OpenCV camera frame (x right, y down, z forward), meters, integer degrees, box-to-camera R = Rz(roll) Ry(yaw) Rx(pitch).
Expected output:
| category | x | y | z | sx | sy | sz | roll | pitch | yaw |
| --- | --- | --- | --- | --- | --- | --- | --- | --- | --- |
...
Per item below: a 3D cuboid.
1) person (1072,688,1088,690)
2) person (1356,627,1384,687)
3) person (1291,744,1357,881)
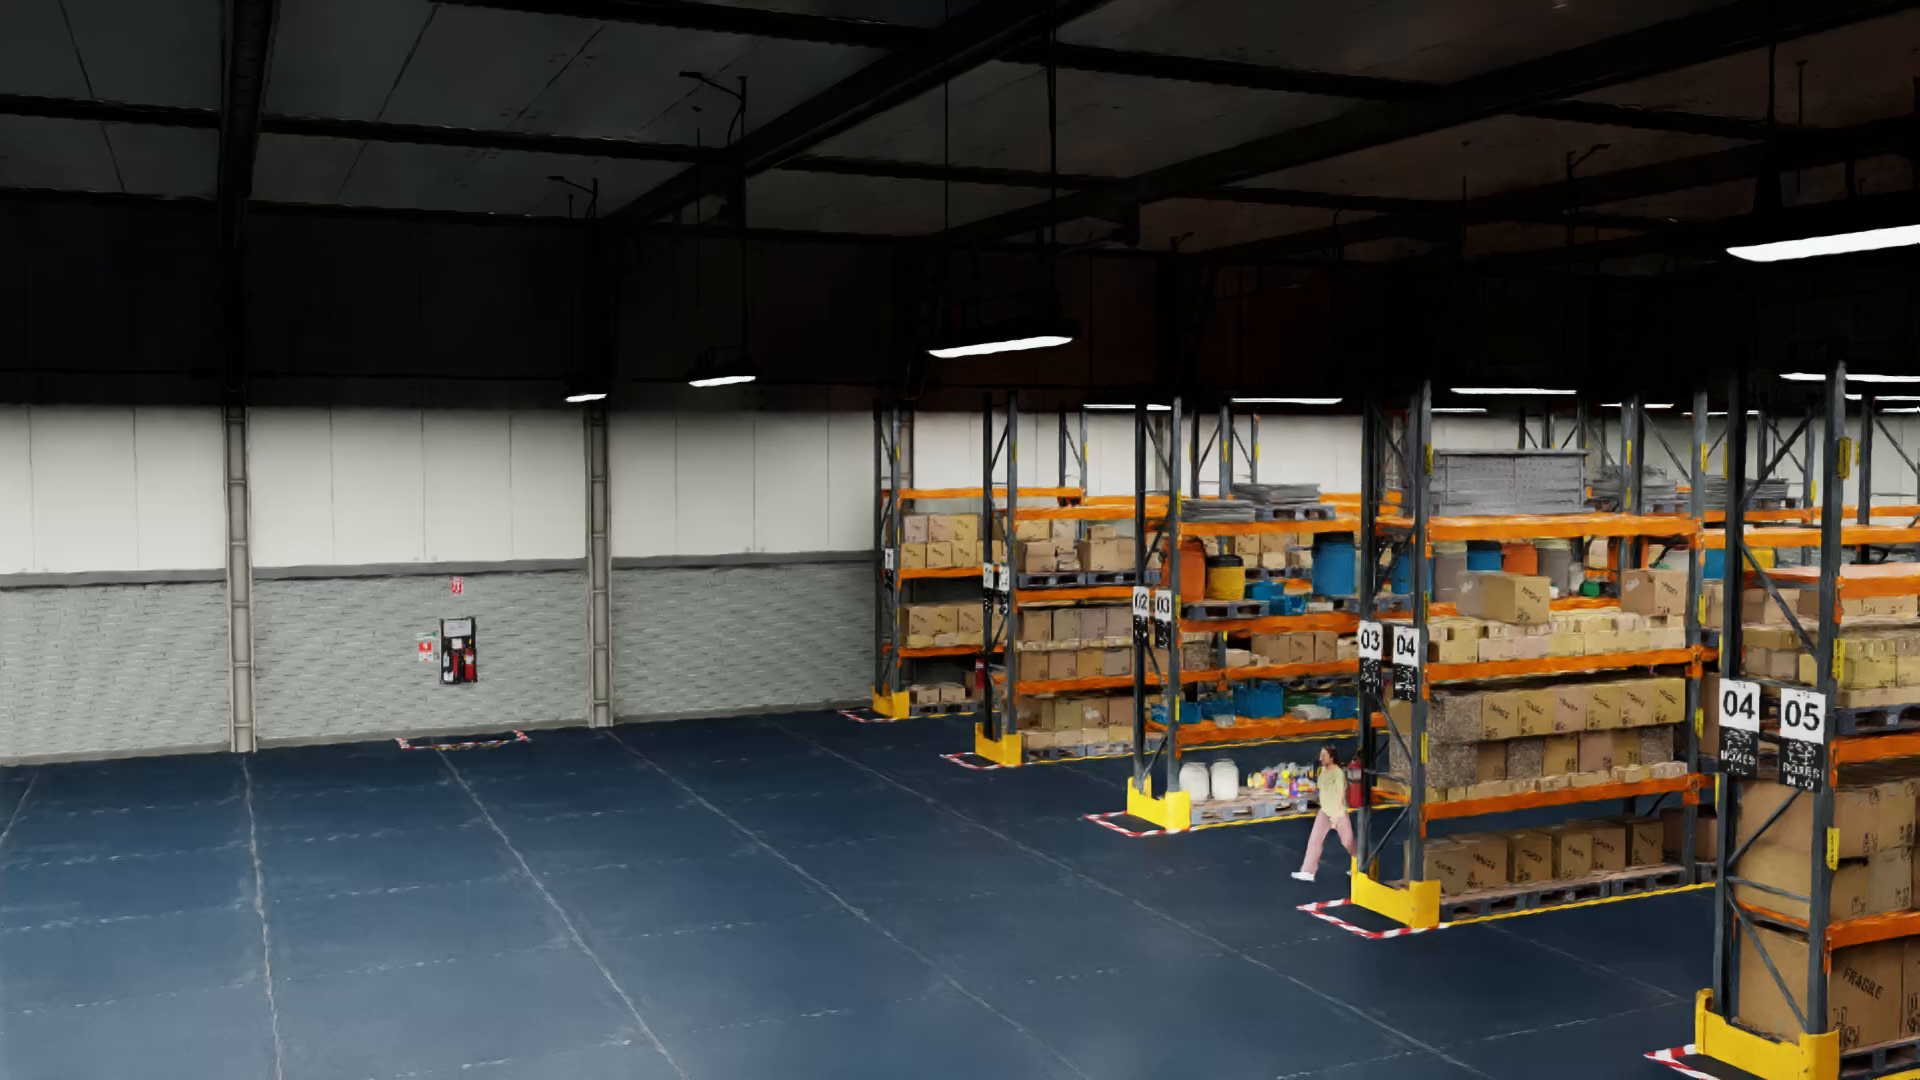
| category | x | y | z | sx | sy | sz | roll | pitch | yaw |
| --- | --- | --- | --- | --- | --- | --- | --- | --- | --- |
| person | 2.144 | 2.599 | 29.765 | 1.115 | 1.647 | 0.543 | -1 | 4 | -22 |
| person | 8.307 | 2.320 | 34.079 | 1.111 | 1.686 | 0.583 | -2 | 4 | -26 |
| person | 4.394 | 3.219 | 19.612 | 1.019 | 1.595 | 0.456 | -1 | 4 | -24 |
